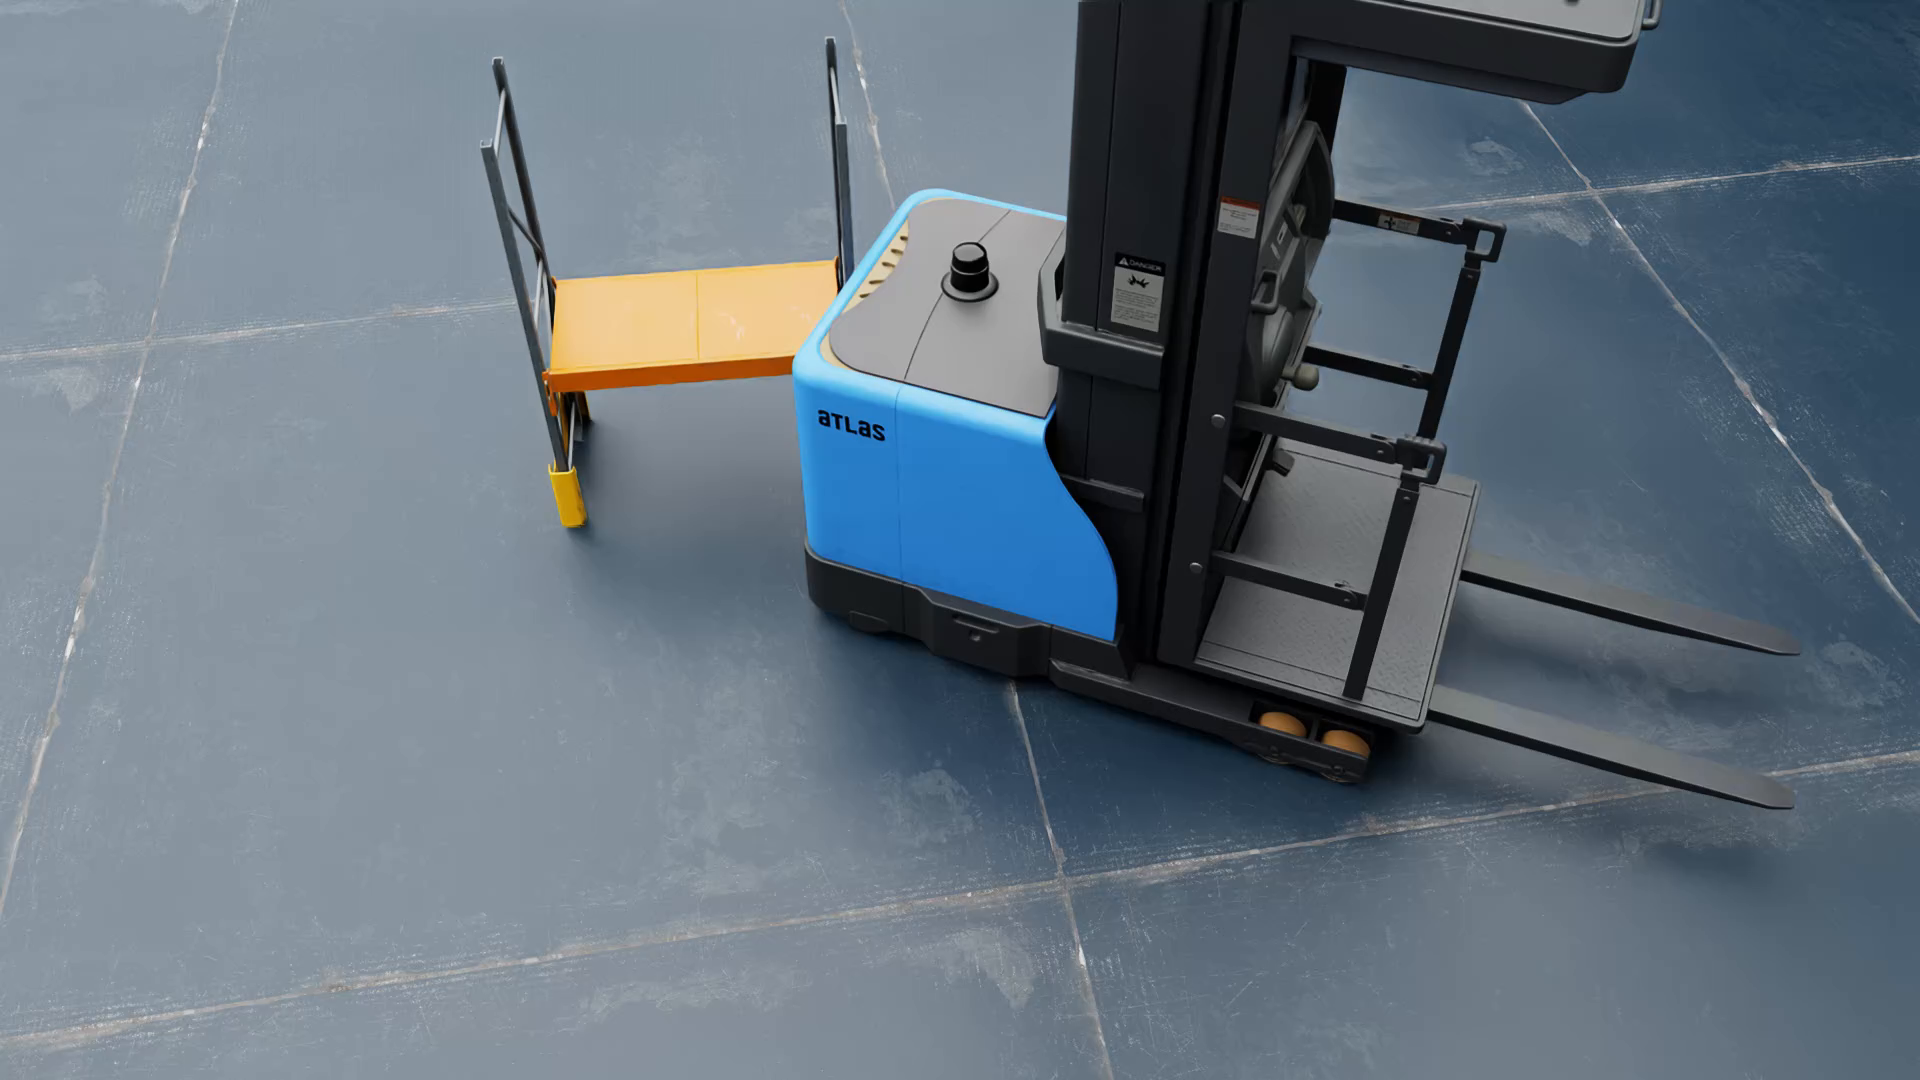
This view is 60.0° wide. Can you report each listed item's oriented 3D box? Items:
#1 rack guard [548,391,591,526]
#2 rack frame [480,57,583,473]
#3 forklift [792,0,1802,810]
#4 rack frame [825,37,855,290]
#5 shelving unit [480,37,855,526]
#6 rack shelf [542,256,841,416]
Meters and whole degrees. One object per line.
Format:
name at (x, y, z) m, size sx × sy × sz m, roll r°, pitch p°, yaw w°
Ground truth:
rack guard at (-1.384, -0.346, 5.910) m, size 0.087 × 0.250 × 0.587 m, roll -5°, pitch 46°, yaw -5°
rack frame at (-1.385, -0.779, 5.459) m, size 0.032 × 1.500 × 0.500 m, roll -5°, pitch 46°, yaw -5°
forklift at (1.070, -0.719, 4.407) m, size 3.031 × 2.935 × 1.130 m, roll 16°, pitch 48°, yaw 14°
rack frame at (-0.376, -0.868, 5.544) m, size 0.032 × 1.500 × 0.500 m, roll -5°, pitch 46°, yaw -5°
shelving unit at (-0.889, -0.823, 5.501) m, size 1.083 × 1.500 × 0.587 m, roll -5°, pitch 46°, yaw -5°
rack shelf at (-0.880, -0.699, 5.631) m, size 1.000 × 0.185 × 0.538 m, roll -5°, pitch 46°, yaw -5°
